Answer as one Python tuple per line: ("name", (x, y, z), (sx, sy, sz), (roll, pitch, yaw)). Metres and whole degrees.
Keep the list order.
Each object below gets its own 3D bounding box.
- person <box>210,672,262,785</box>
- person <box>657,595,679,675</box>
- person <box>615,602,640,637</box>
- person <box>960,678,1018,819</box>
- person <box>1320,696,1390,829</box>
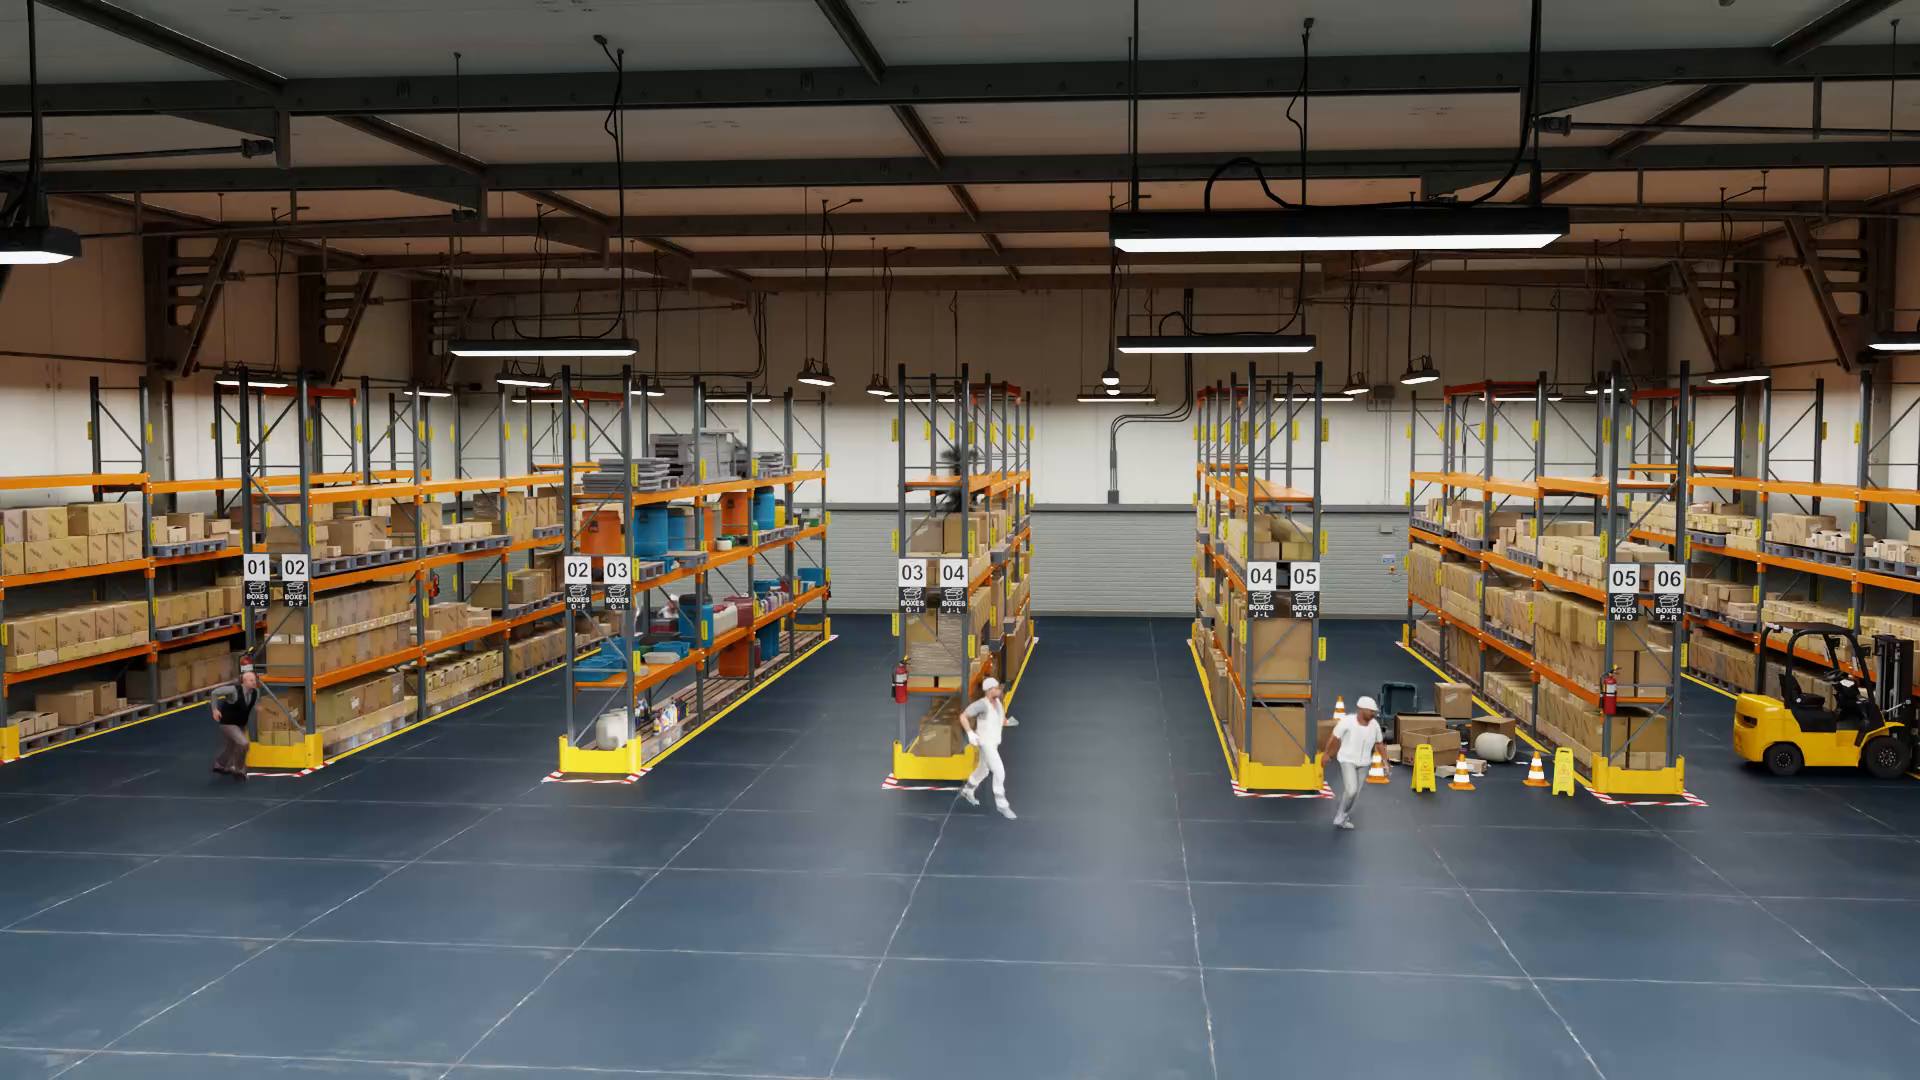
("person", (-10.404, 2.696, 23.797), (0.985, 1.656, 0.703), (2, 4, 27))
("person", (-5.925, 1.962, 34.225), (0.660, 1.700, 0.728), (0, 4, -3))
("person", (-7.321, 1.886, 36.584), (0.541, 1.565, 0.770), (0, 4, -1))
("person", (0.325, 2.704, 21.774), (0.938, 1.821, 0.723), (2, 4, 33))
("person", (4.976, 2.797, 20.878), (0.695, 1.716, 0.686), (-1, 4, -21))
